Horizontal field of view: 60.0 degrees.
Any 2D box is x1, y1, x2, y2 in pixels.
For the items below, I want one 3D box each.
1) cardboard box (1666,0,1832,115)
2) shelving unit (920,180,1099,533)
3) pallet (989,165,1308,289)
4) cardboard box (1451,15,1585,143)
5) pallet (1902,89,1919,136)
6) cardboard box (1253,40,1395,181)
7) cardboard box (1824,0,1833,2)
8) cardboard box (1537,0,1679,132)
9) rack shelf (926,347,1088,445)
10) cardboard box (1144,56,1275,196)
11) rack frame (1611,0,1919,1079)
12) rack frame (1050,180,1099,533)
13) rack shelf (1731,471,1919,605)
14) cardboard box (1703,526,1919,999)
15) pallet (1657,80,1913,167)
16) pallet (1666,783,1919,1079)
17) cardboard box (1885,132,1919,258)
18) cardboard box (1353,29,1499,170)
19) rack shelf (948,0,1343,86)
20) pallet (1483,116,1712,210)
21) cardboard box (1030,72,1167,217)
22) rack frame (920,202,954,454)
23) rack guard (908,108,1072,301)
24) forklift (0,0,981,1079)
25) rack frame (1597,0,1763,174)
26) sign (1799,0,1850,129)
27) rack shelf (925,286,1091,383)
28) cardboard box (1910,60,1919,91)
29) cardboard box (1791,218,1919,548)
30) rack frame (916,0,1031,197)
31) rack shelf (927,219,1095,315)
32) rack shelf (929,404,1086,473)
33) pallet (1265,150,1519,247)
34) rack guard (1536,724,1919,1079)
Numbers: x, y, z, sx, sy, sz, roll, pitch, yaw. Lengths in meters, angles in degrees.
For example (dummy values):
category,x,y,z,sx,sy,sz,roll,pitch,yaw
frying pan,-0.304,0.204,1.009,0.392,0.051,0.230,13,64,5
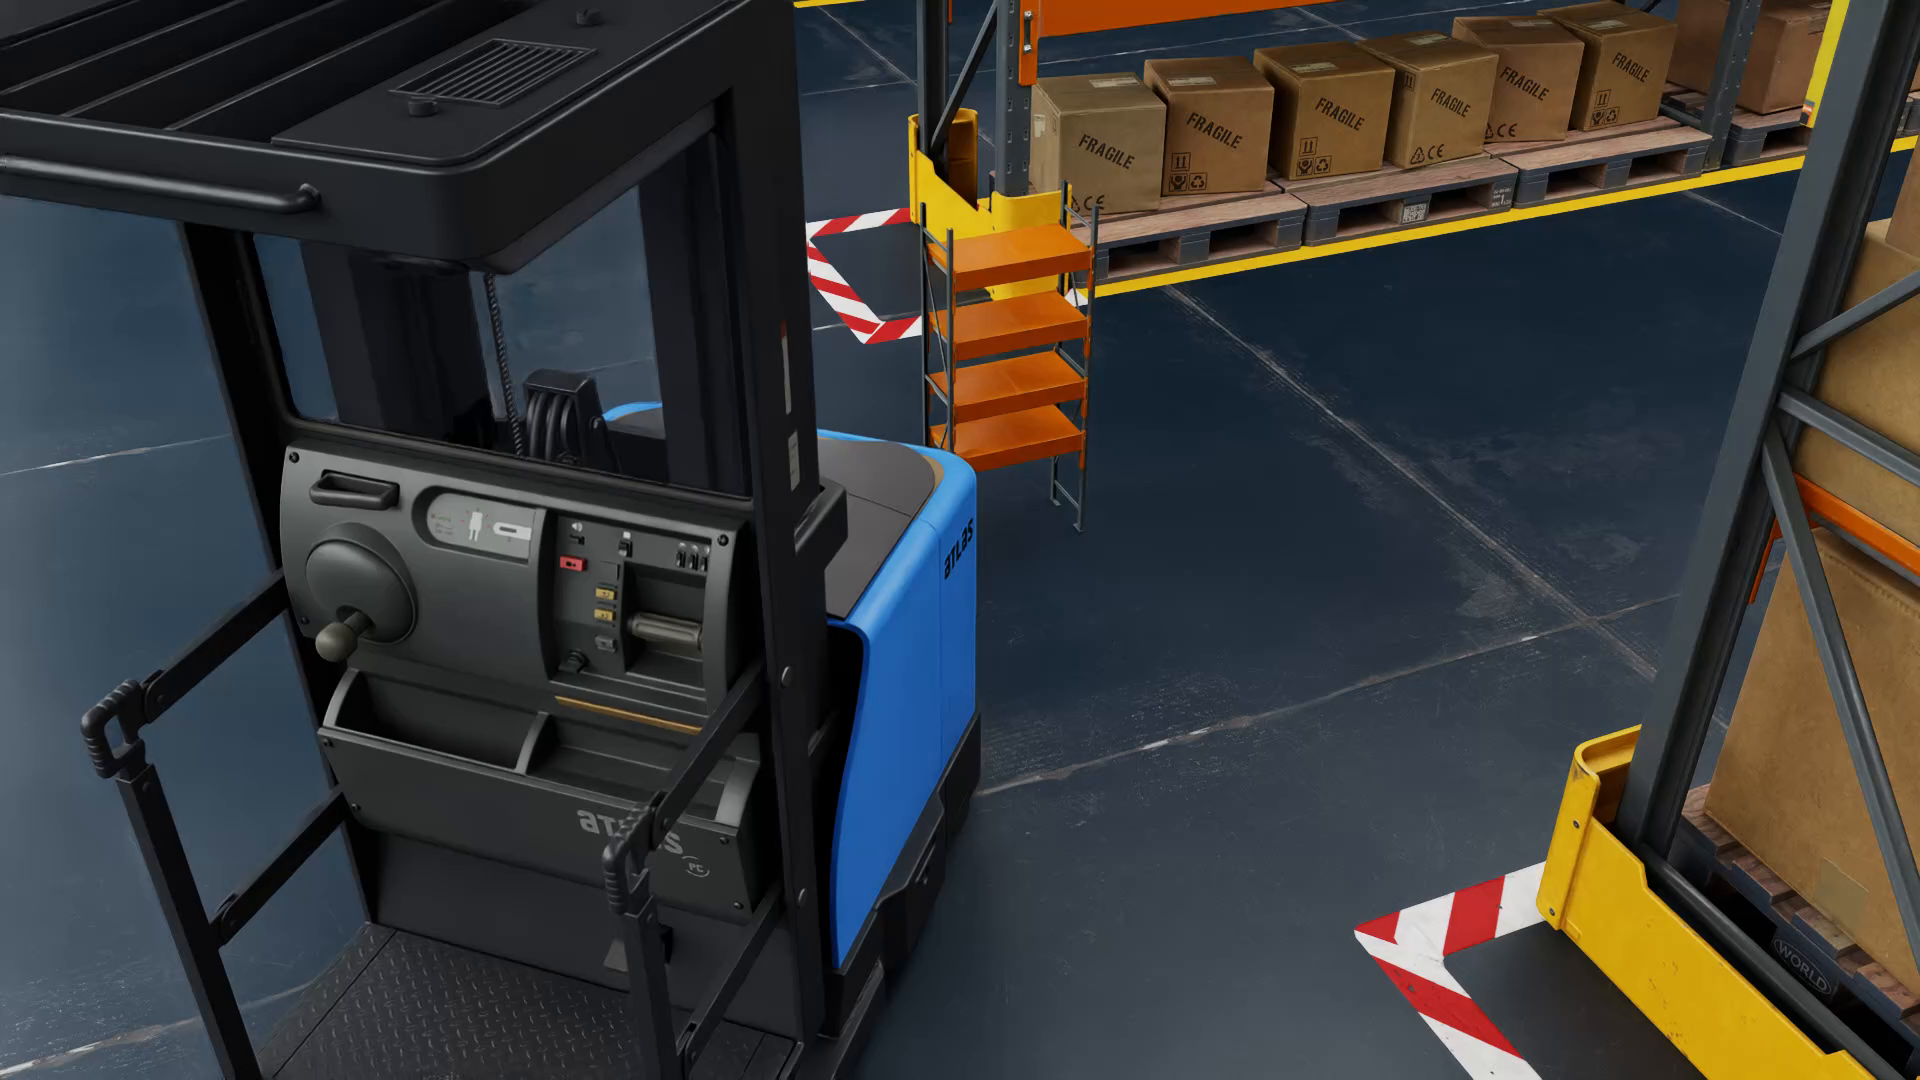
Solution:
category,x,y,z,sx,sy,sz,roll,pitch,yaw
cardboard box,4.311,-2.691,9.024,0.500,0.500,0.700,-16,36,-23
shelving unit,0.153,-0.538,5.476,0.503,1.200,0.258,-13,35,-19
pallet,0.882,-1.592,8.003,1.213,0.211,1.003,-13,35,-19
cardboard box,2.827,-2.375,8.556,0.500,0.500,0.500,-2,33,-4
pallet,5.581,-2.691,9.693,1.213,0.211,1.003,-13,35,-19
cardboard box,1.753,-2.109,8.148,0.500,0.500,0.500,-10,34,-14
cardboard box,4.758,-2.782,9.164,0.500,0.500,0.700,-13,35,-19
cardboard box,3.353,-2.499,8.748,0.500,0.500,0.500,-14,36,-20
rack shelf,0.153,-0.481,5.513,0.480,0.148,0.258,-13,35,-19
cardboard box,1.169,-1.986,7.959,0.500,0.500,0.500,-4,33,-6
rack frame,1.876,-0.075,3.116,0.127,3.000,1.000,-13,35,-19
rack frame,0.378,-0.589,5.556,0.015,1.200,0.240,-13,35,-19
rack shelf,3.720,-0.196,3.961,4.000,0.370,1.077,-13,35,-19
cardboard box,2.475,0.463,3.852,0.875,0.875,0.875,-13,35,-19
pallet,4.454,-2.432,9.294,1.213,0.211,1.003,-13,35,-19
pallet,2.583,0.885,4.196,1.213,0.211,1.003,-13,35,-19
cardboard box,2.233,-0.650,2.871,0.550,0.550,0.875,-13,35,-19
cardboard box,2.285,-2.204,8.294,0.500,0.500,0.500,-16,36,-23
rack shelf,1.893,-2.712,7.827,4.000,0.370,1.077,-13,35,-19
pallet,3.131,-2.107,8.795,1.213,0.211,1.003,-13,35,-19
cardboard box,0.631,-1.843,7.739,0.500,0.500,0.500,-7,34,-10
rack frame,-0.072,-0.486,5.397,0.015,1.200,0.240,-13,35,-19
rack guard,0.119,-1.559,7.688,0.348,0.500,1.175,-13,35,-19
forklift,-0.900,0.134,2.856,1.130,2.935,3.031,11,34,16
rack frame,3.737,-3.435,8.280,0.127,3.000,1.000,-13,35,-19
sign,1.678,-0.936,3.159,0.005,0.325,0.100,-13,35,-19
rack shelf,0.153,-0.669,5.391,0.480,0.148,0.258,-13,35,-19
cardboard box,5.274,-2.901,9.346,0.500,0.500,0.700,-16,36,-23
cardboard box,2.200,-0.239,3.230,0.550,0.550,0.875,-13,35,-19
rack frame,0.049,-2.591,6.982,0.127,3.000,1.000,-13,35,-19
rack shelf,0.153,-0.867,5.262,0.480,0.148,0.258,-13,35,-19
rack shelf,0.153,-0.315,5.621,0.480,0.148,0.258,-13,35,-19
pallet,2.005,-1.847,8.396,1.213,0.211,1.003,-13,35,-19
rack guard,1.854,0.977,3.790,0.348,0.500,1.175,-13,35,-19
